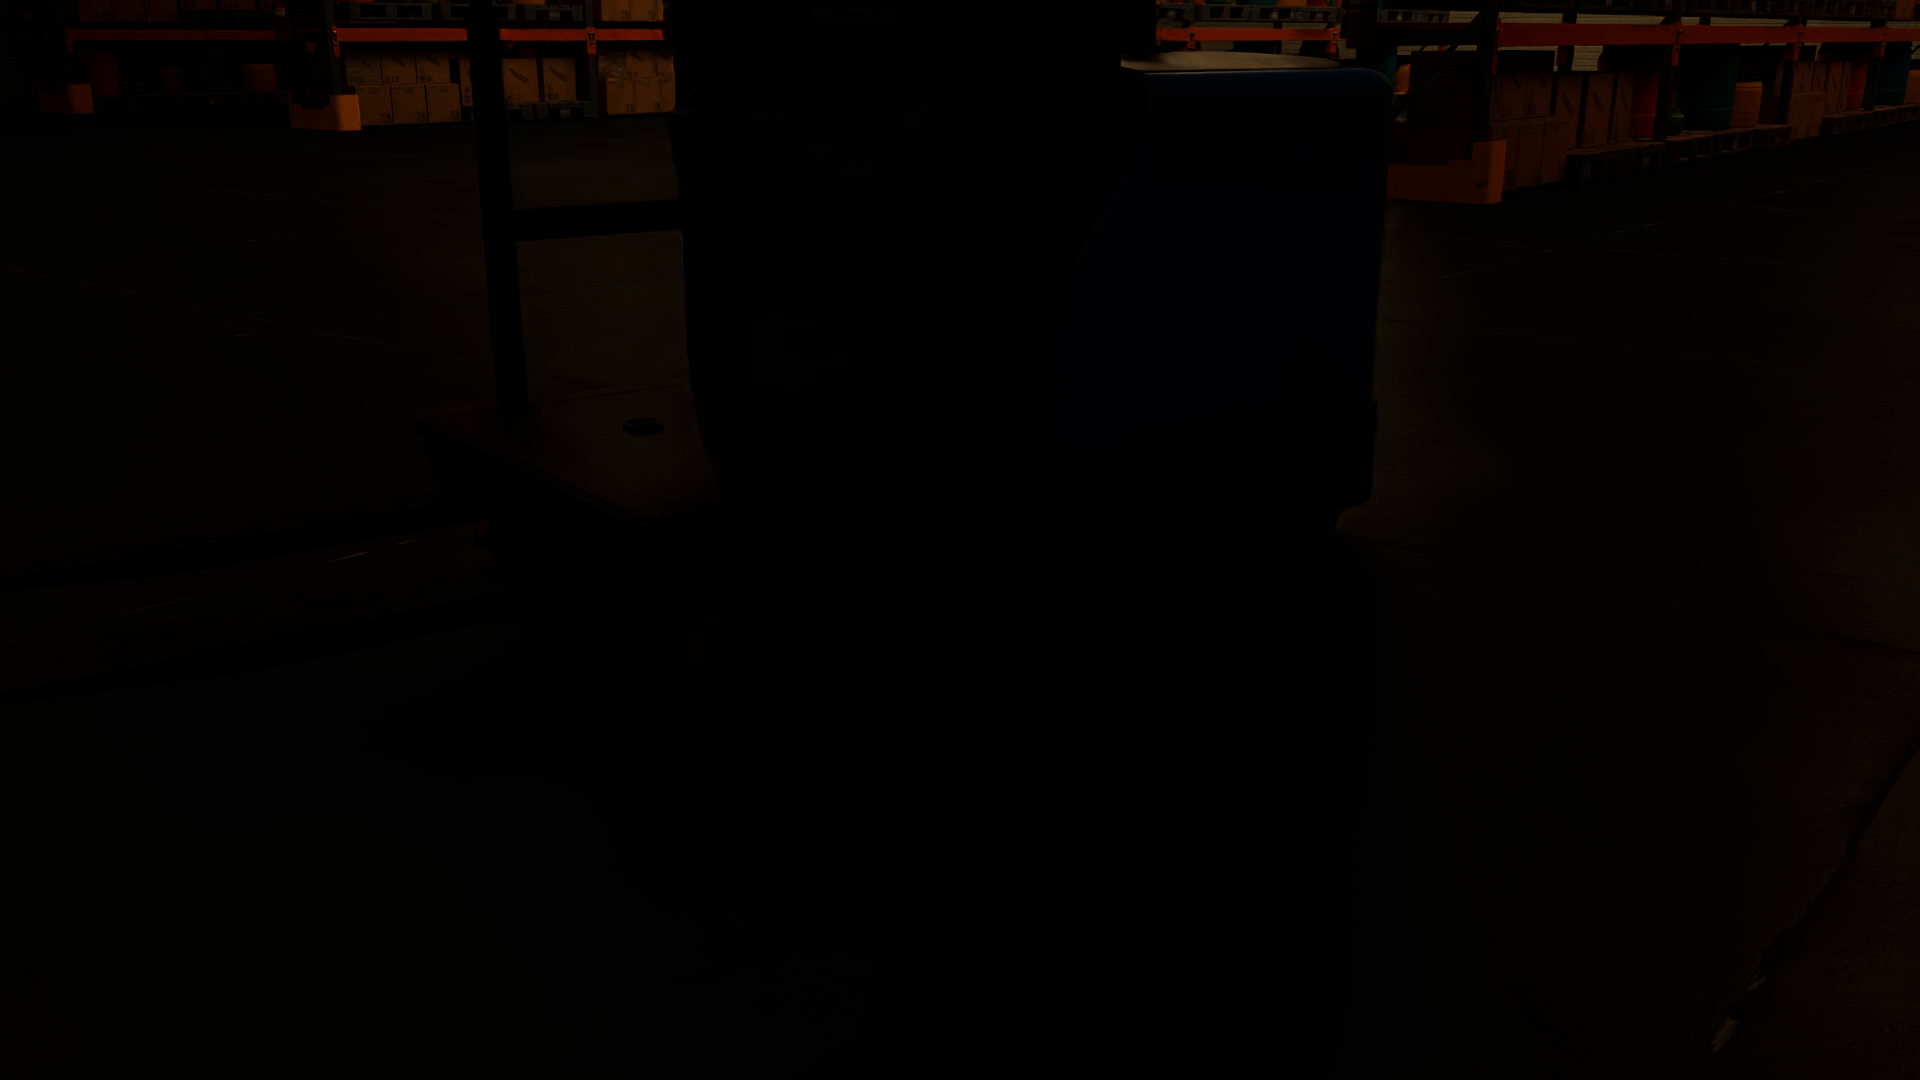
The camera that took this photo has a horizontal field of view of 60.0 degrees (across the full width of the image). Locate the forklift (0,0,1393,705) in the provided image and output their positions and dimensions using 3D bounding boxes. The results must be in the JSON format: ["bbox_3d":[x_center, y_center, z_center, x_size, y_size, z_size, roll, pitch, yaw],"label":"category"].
[{"bbox_3d":[-0.484,-1.291,3.149,3.031,2.935,1.130,-12,21,-35],"label":"forklift"}]
